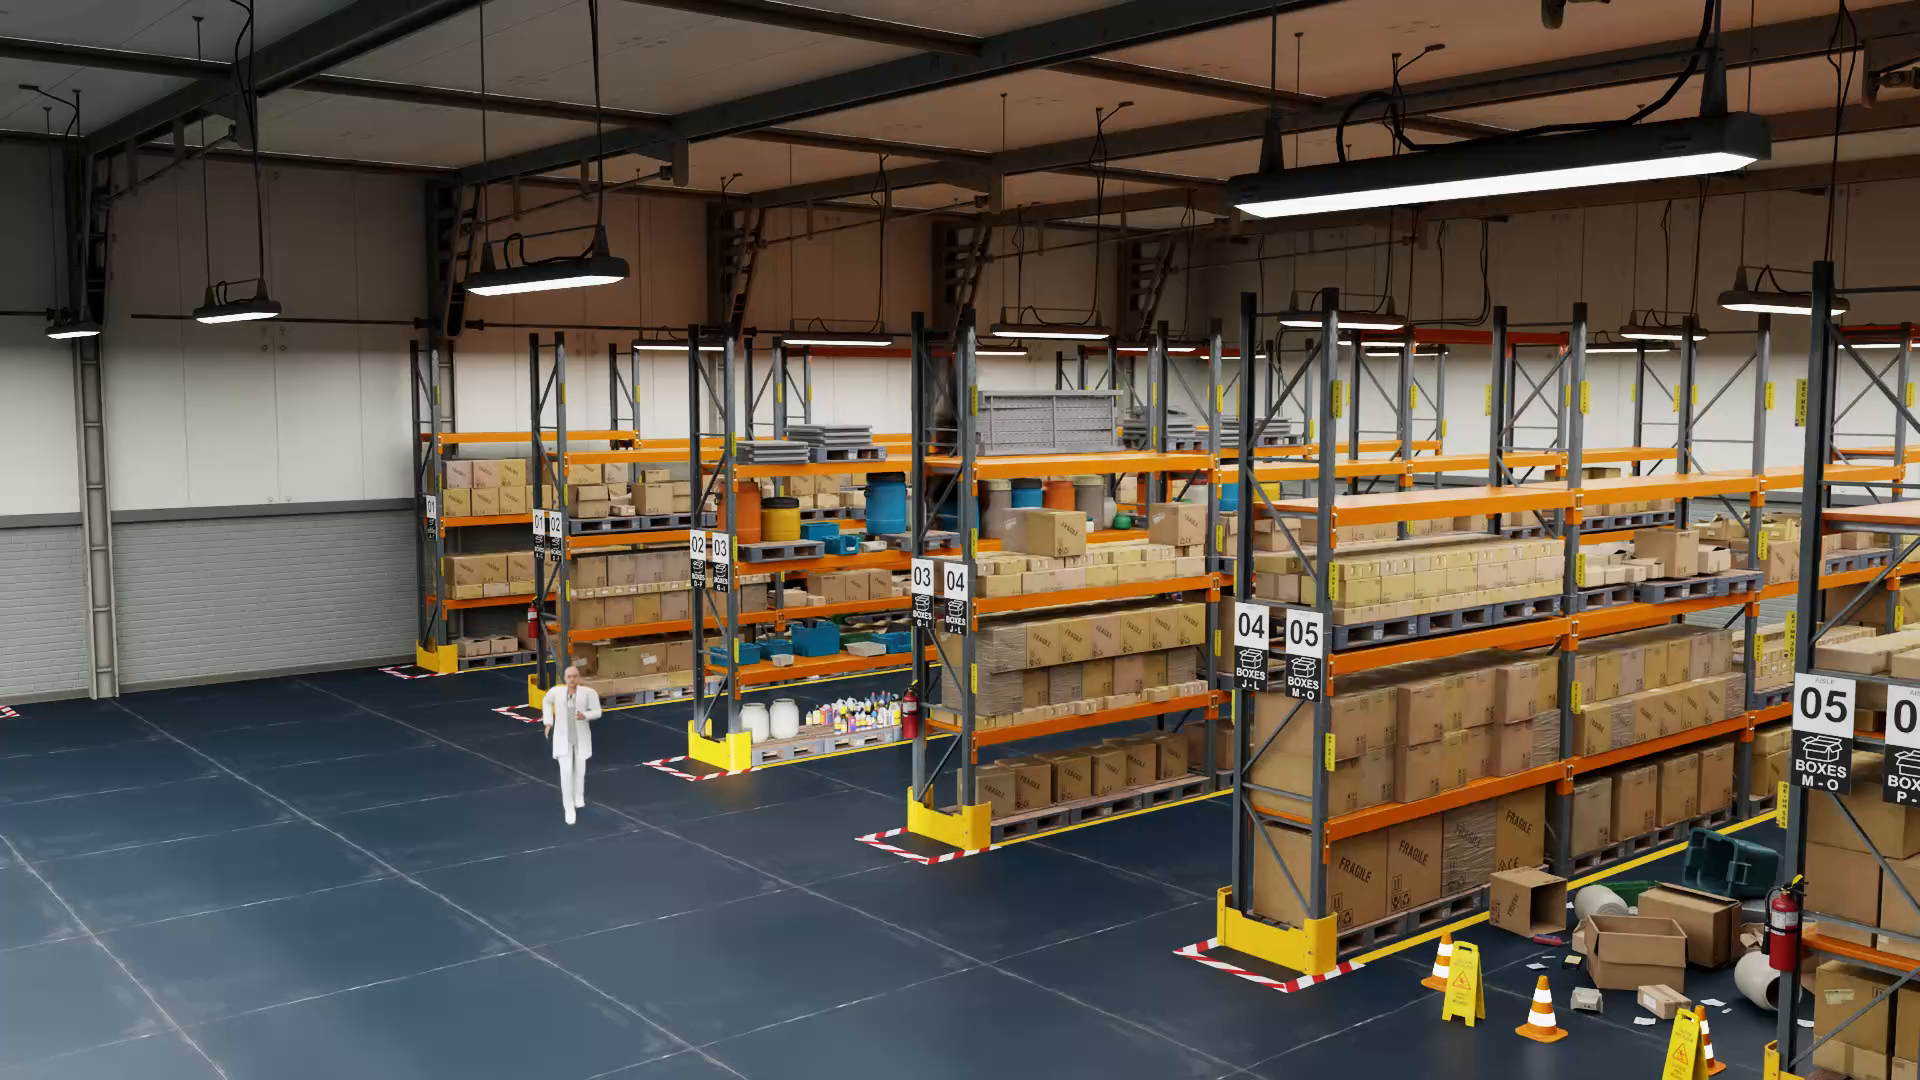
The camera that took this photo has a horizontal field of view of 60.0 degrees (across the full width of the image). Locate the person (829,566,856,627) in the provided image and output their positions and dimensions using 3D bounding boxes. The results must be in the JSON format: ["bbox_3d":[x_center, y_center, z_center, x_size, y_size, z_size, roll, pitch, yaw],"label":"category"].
[{"bbox_3d":[-2.334,1.233,33.069,0.796,1.777,0.648,-4,7,-36],"label":"person"}]

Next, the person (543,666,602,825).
[{"bbox_3d":[-4.653,2.417,20.008,0.672,1.835,0.955,-2,6,-16],"label":"person"}]
